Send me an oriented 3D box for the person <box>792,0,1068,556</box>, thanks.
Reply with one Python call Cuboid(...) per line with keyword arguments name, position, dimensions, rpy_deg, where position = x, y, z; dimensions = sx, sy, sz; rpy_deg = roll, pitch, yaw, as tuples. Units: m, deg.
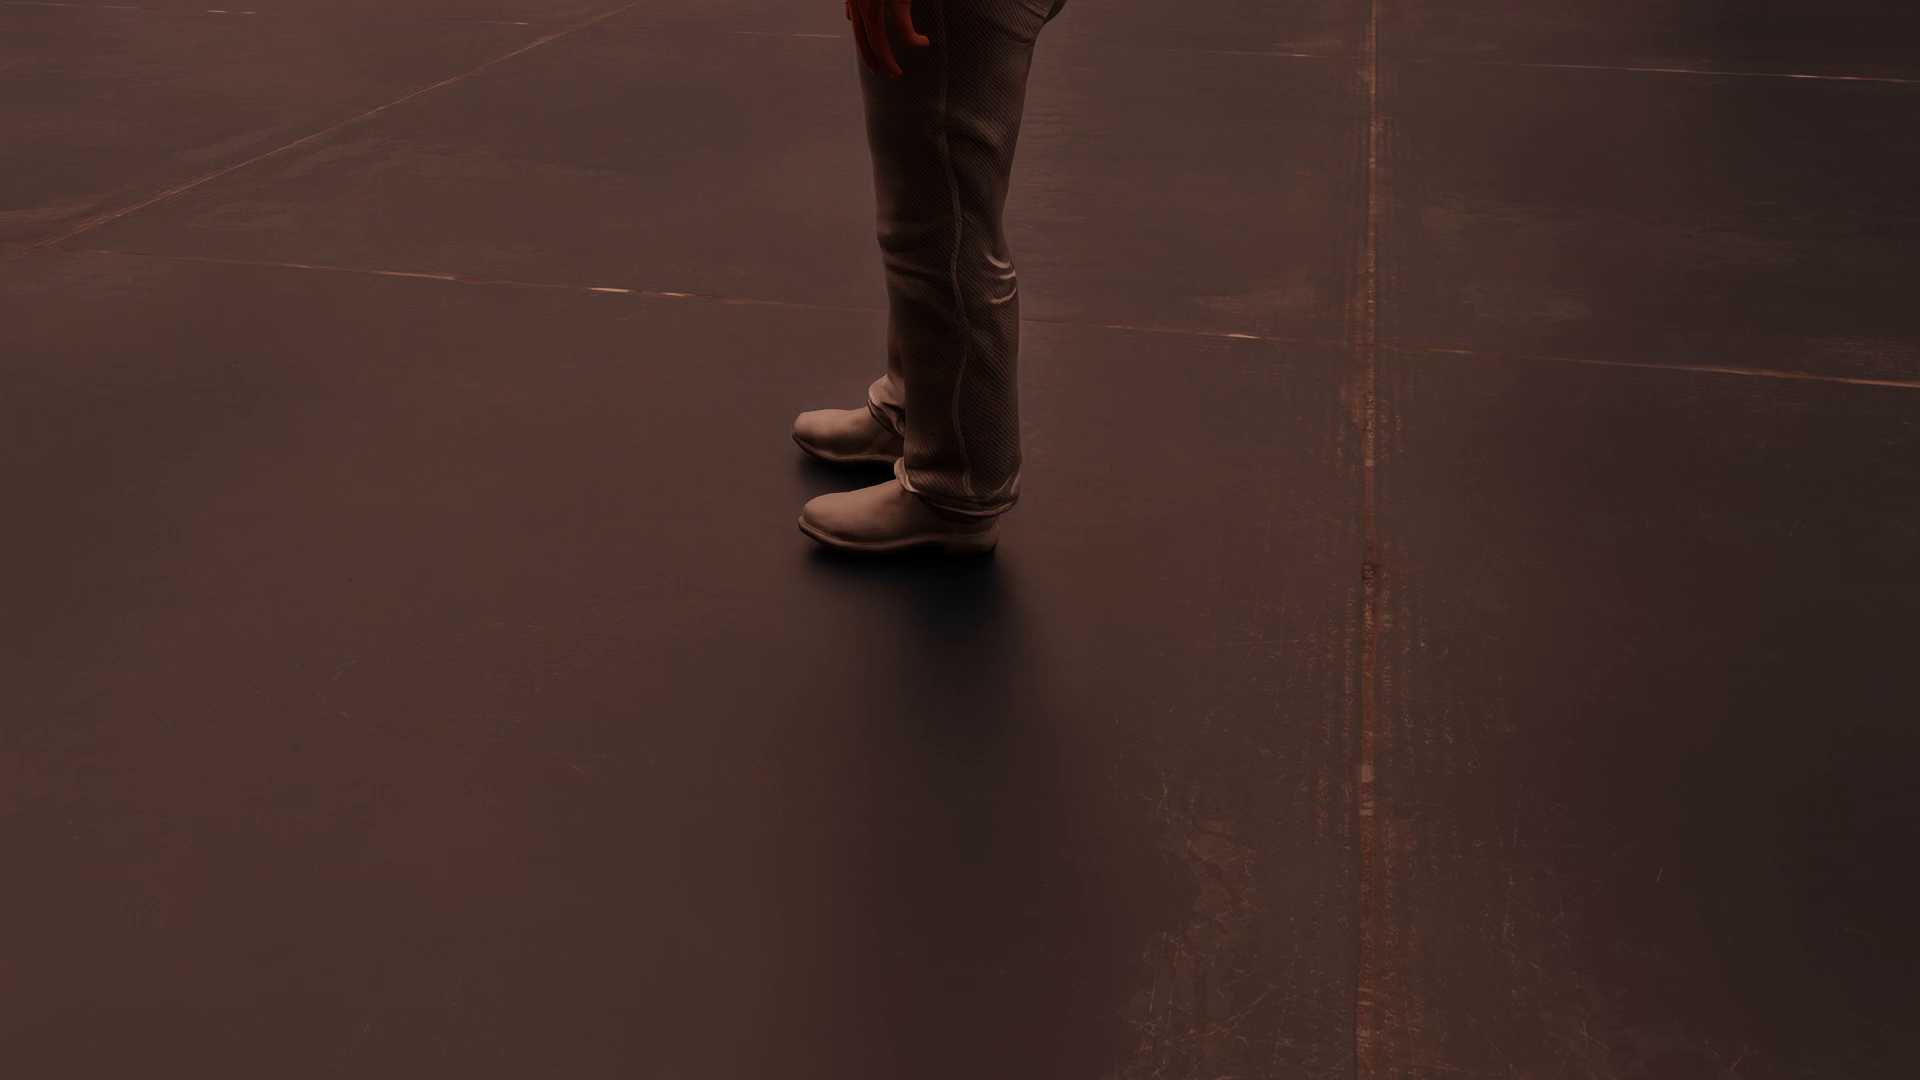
Cuboid(name="person", position=(-0.060, -0.808, 2.116), dimensions=(0.566, 1.775, 0.633), rpy_deg=(6, 27, 11))
